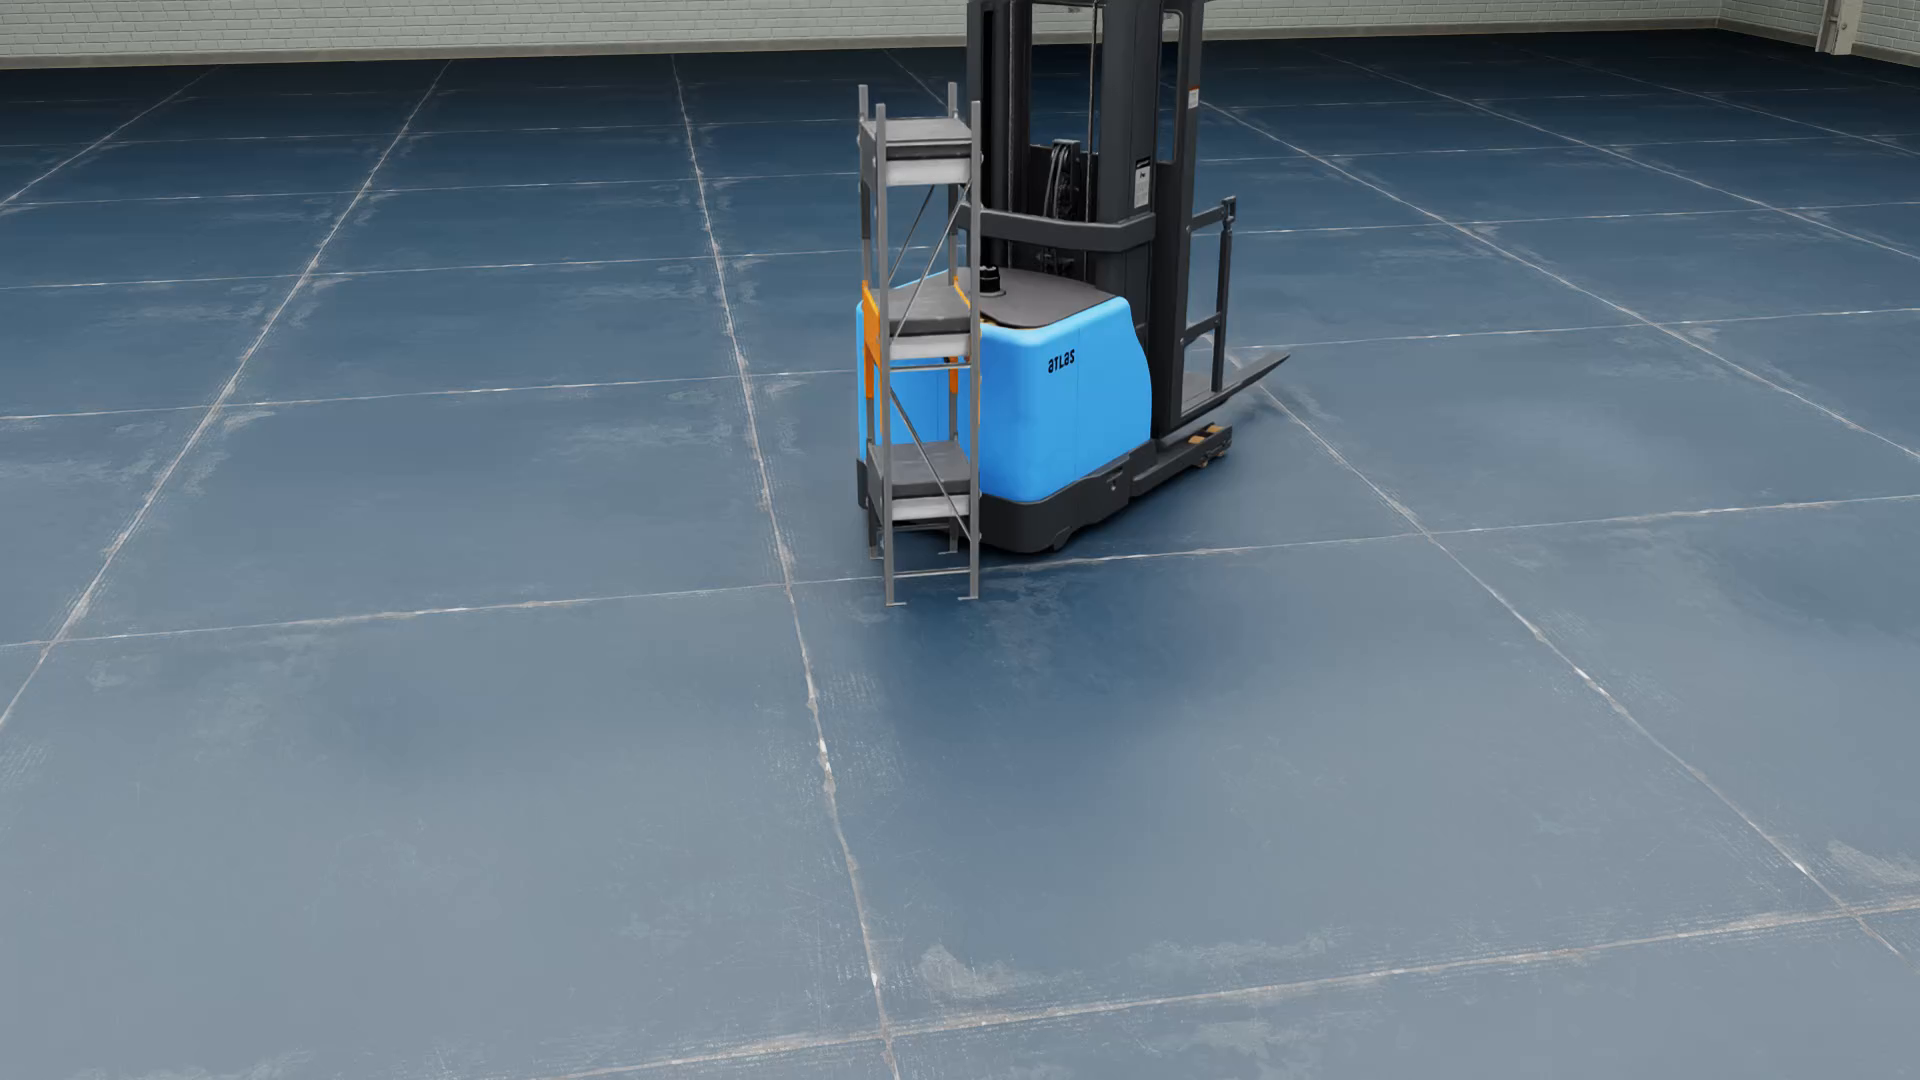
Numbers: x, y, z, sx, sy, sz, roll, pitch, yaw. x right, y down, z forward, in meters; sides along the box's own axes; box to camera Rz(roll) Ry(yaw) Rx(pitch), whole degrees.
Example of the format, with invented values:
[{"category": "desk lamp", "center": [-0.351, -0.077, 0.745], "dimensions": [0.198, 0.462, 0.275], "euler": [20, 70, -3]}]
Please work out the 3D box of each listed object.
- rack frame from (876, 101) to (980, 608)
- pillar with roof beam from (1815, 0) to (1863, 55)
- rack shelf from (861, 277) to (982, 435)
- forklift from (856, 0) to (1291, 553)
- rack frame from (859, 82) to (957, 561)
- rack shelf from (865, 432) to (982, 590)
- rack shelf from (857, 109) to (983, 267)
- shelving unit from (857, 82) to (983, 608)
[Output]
[{"category": "rack frame", "center": [-0.120, -0.692, 6.710], "dimensions": [0.400, 2.100, 0.015], "euler": [-4, 24, -10]}, {"category": "pillar with roof beam", "center": [8.145, -10.710, 21.029], "dimensions": [9.100, 9.000, 0.400], "euler": [-4, 24, -10]}, {"category": "rack shelf", "center": [-0.165, -0.775, 6.935], "dimensions": [0.431, 0.518, 0.480], "euler": [-4, 24, -10]}, {"category": "forklift", "center": [0.776, -1.817, 8.247], "dimensions": [1.130, 2.935, 3.031], "euler": [16, 28, 32]}, {"category": "rack frame", "center": [-0.210, -0.884, 7.150], "dimensions": [0.400, 2.100, 0.015], "euler": [-4, 24, -10]}, {"category": "rack shelf", "center": [-0.165, -0.134, 7.215], "dimensions": [0.431, 0.518, 0.480], "euler": [-4, 24, -10]}, {"category": "rack shelf", "center": [-0.165, -1.417, 6.655], "dimensions": [0.431, 0.518, 0.480], "euler": [-4, 24, -10]}, {"category": "shelving unit", "center": [-0.165, -0.788, 6.930], "dimensions": [0.431, 2.100, 0.503], "euler": [-4, 24, -10]}]
